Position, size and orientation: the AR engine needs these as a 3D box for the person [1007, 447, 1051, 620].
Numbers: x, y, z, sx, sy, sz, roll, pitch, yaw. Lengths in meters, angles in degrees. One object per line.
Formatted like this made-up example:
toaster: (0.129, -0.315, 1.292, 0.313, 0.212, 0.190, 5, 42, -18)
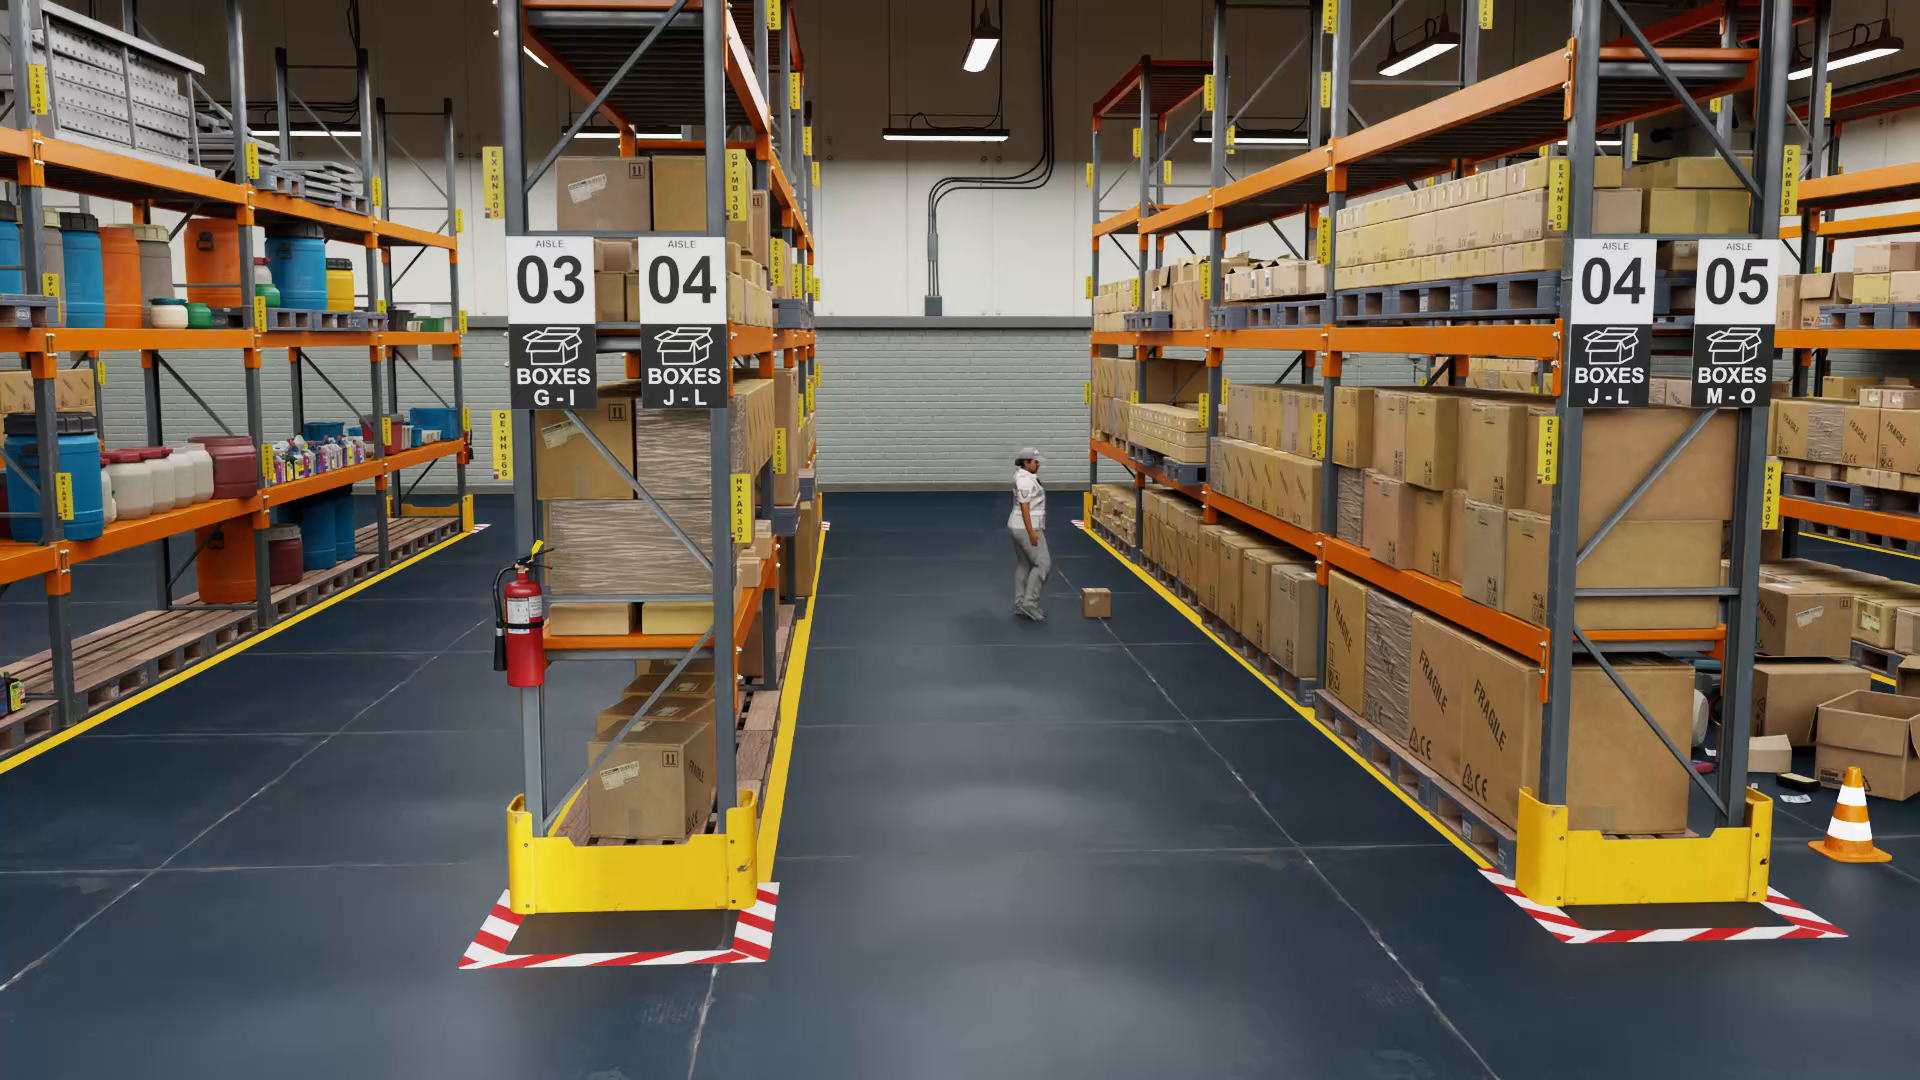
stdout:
person: (0.678, -0.058, 16.362, 0.416, 1.716, 0.495, 0, 7, -3)
